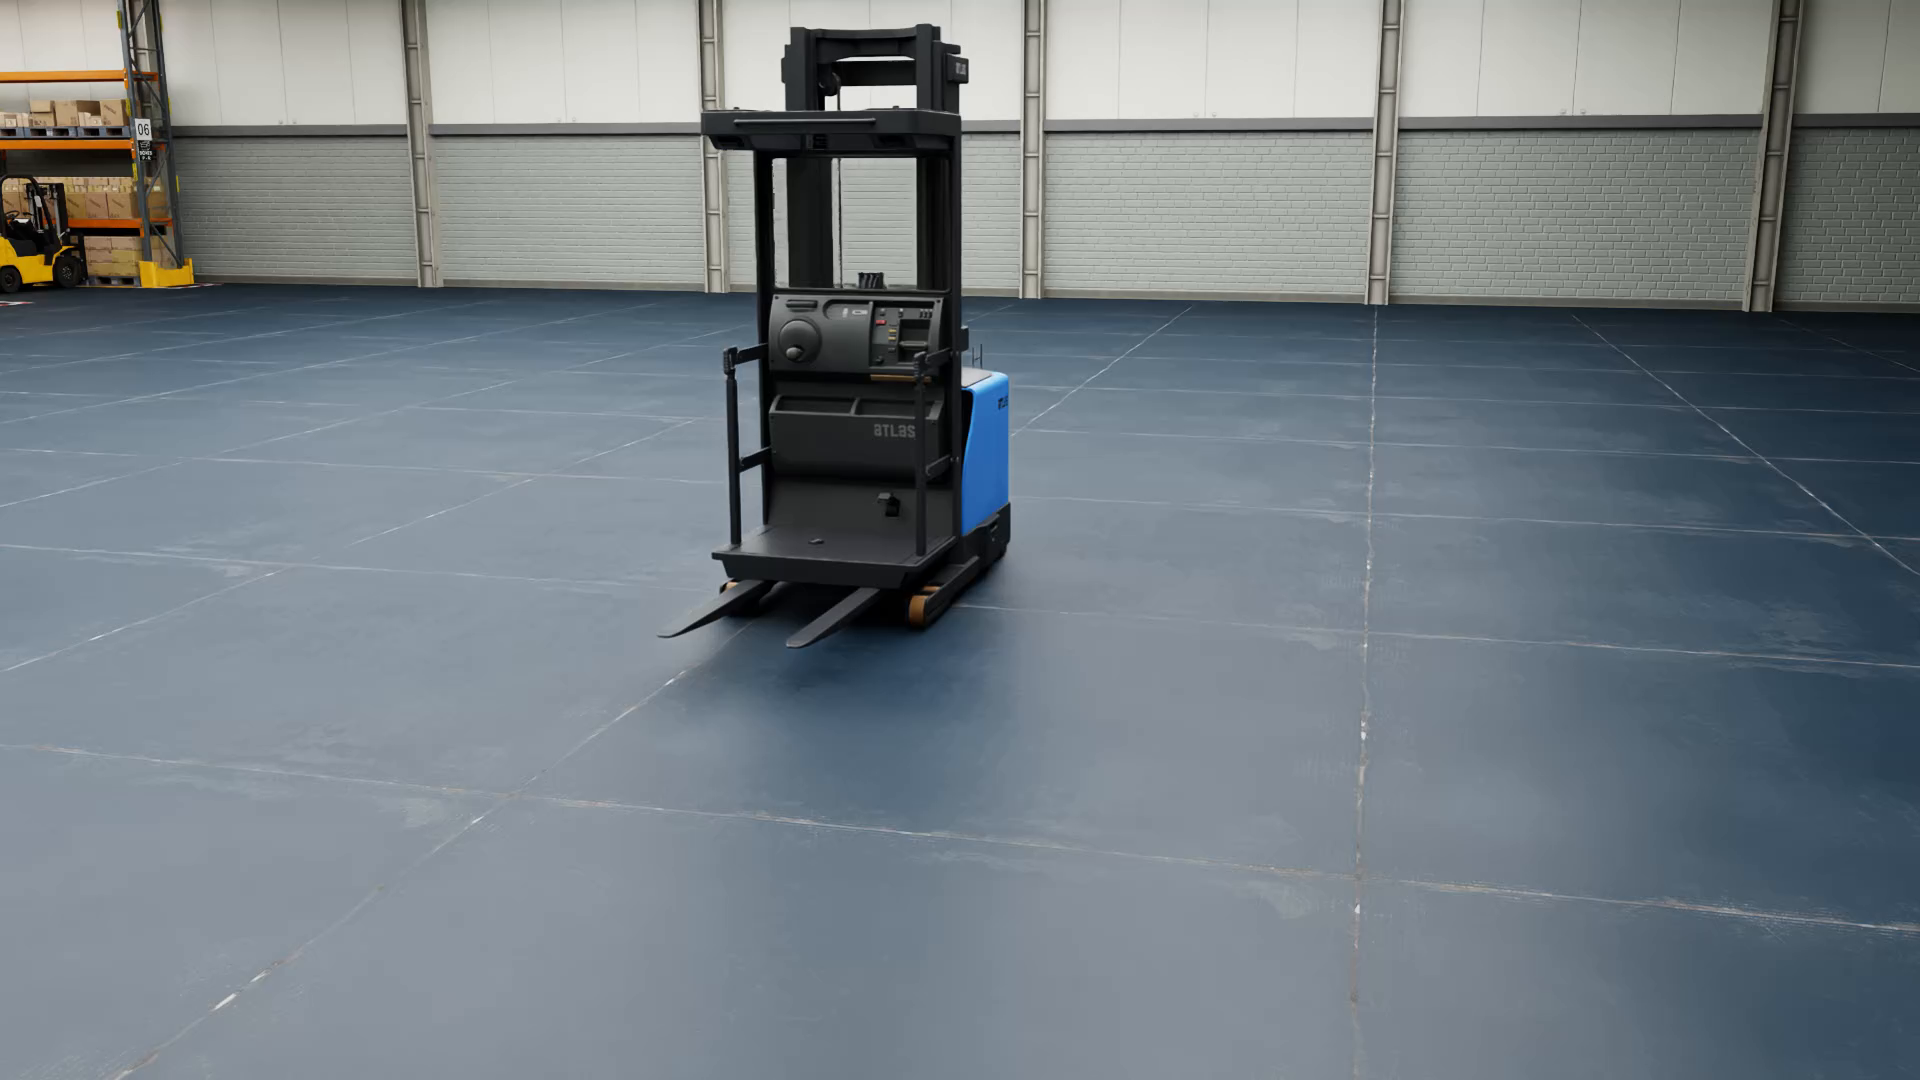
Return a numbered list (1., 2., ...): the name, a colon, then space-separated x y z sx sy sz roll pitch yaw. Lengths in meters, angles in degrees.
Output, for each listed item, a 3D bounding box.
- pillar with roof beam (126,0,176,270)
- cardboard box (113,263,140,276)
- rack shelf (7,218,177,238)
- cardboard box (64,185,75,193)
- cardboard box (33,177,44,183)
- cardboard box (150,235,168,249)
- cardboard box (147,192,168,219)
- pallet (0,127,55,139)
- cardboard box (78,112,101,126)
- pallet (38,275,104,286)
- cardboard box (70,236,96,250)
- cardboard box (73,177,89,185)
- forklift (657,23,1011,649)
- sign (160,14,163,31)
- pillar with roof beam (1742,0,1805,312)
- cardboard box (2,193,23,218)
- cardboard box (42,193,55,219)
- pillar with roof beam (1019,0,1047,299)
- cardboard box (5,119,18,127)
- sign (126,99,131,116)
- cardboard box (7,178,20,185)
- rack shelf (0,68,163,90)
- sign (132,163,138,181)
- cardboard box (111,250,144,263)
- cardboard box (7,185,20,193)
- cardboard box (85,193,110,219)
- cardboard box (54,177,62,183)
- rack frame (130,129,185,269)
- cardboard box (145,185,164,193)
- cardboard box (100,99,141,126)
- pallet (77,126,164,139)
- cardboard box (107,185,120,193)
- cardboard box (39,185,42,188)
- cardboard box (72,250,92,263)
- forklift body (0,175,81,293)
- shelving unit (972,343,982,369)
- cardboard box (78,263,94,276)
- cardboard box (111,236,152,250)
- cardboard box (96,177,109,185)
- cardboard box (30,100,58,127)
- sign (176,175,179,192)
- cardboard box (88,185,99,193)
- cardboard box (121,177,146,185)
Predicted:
1. pillar with roof beam: -17.224 -8.764 28.957 0.400 9.000 9.100 3 13 14
2. cardboard box: -16.265 -5.335 32.733 0.500 0.250 0.500 3 13 14
3. rack shelf: -17.674 -6.267 33.216 4.000 0.370 1.077 3 13 14
4. cardboard box: -17.388 -6.900 32.682 0.250 0.149 0.380 3 13 14
5. cardboard box: -18.108 -7.104 32.911 0.250 0.149 0.380 3 13 13
6. cardboard box: -16.154 -5.930 33.106 0.500 0.250 0.500 3 13 13
7. cardboard box: -16.147 -6.647 33.039 0.500 0.500 0.500 3 13 15
8. pallet: -18.782 -8.104 33.116 1.213 0.211 1.003 3 13 14
9. cardboard box: -16.856 -8.159 32.269 0.258 0.266 0.396 3 13 14
10. pallet: -17.666 -5.248 33.399 1.213 0.211 1.003 3 13 14
11. cardboard box: -17.244 -5.873 32.849 0.500 0.250 0.500 3 13 14
12. cardboard box: -17.142 -7.032 32.589 0.250 0.149 0.380 3 13 15
13. forklift: -0.596 -1.088 8.371 1.130 2.935 3.031 4 13 16
14. sign: -15.594 -10.093 32.427 0.005 0.325 0.100 3 13 14
15. pillar with roof beam: 11.902 -7.207 21.940 0.400 9.000 9.100 3 13 14
16. cardboard box: -18.738 -6.669 33.138 0.500 0.500 0.500 3 13 15
17. cardboard box: -17.763 -6.613 32.883 0.500 0.500 0.500 3 13 14
18. pillar with roof beam: 0.251 -7.829 24.747 0.400 9.000 9.100 3 13 14
19. cardboard box: -18.507 -8.191 32.680 0.250 0.149 0.380 3 13 15
20. sign: -15.876 -8.259 31.747 0.005 0.325 0.100 3 13 14
21. cardboard box: -18.627 -7.113 32.953 0.250 0.149 0.380 3 13 15
22. rack shelf: -17.674 -9.000 32.610 4.000 0.370 1.077 3 13 14
23. sign: -15.876 -7.082 32.008 0.005 0.325 0.100 3 13 14
24. cardboard box: -16.280 -5.581 32.686 0.500 0.250 0.500 3 13 13
25. cardboard box: -18.637 -6.966 32.980 0.250 0.149 0.380 3 13 15
26. cardboard box: -16.775 -6.562 32.656 0.500 0.500 0.500 3 13 15
27. cardboard box: -17.622 -7.078 32.794 0.250 0.149 0.380 3 13 14
28. rack frame: -15.733 -6.514 32.671 0.127 3.000 1.000 3 13 14
29. cardboard box: -16.000 -6.952 32.915 0.250 0.149 0.380 3 13 12
30. cardboard box: -16.221 -8.253 32.151 0.500 0.500 0.500 3 13 15
31. pallet: -16.413 -7.978 32.545 1.213 0.211 1.003 3 13 14
32. cardboard box: -16.392 -6.846 32.437 0.250 0.149 0.380 3 13 14
33. cardboard box: -18.134 -6.943 32.874 0.250 0.149 0.380 3 13 12
34. cardboard box: -17.271 -5.631 32.915 0.500 0.250 0.500 3 13 12
35. forklift body: -18.011 -5.815 31.477 1.214 2.155 2.313 3 13 14
36. shelving unit: 0.014 -0.585 10.100 0.189 1.200 0.258 3 13 14
37. cardboard box: -17.229 -5.391 32.984 0.500 0.250 0.500 3 13 14
38. cardboard box: -16.255 -5.823 32.627 0.500 0.250 0.500 4 13 15
39. cardboard box: -16.638 -7.014 32.505 0.250 0.149 0.380 3 13 15
40. cardboard box: -17.750 -8.367 32.658 0.637 0.503 0.797 3 13 15
41. sign: -15.594 -7.092 33.093 0.005 0.325 0.100 3 13 14
42. cardboard box: -16.867 -6.888 32.624 0.250 0.149 0.380 3 13 13
43. cardboard box: -16.131 -6.999 32.441 0.250 0.149 0.380 3 13 14
